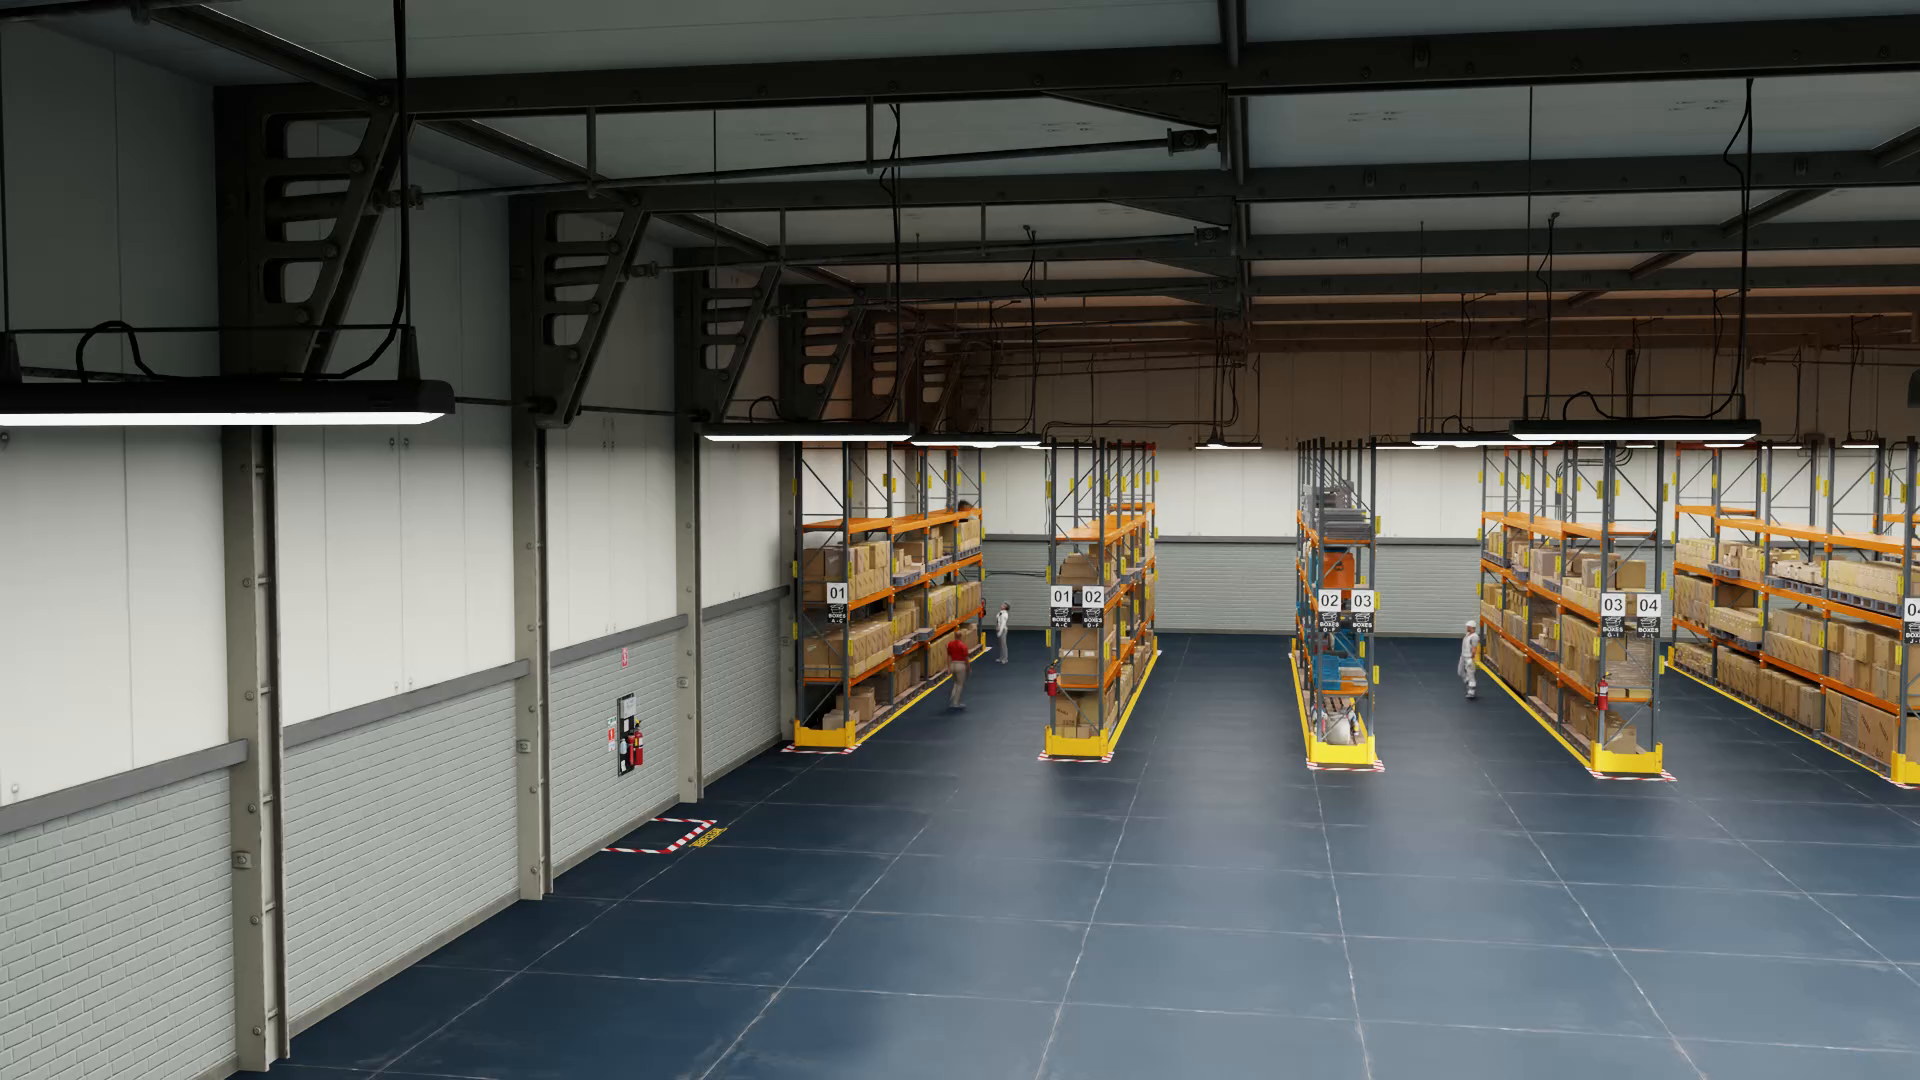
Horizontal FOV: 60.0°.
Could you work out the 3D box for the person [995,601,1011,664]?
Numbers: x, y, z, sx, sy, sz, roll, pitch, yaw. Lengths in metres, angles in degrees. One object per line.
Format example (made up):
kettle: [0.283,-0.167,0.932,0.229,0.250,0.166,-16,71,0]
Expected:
person: [1.174,2.500,45.282,0.446,1.719,0.535,-1,3,-18]

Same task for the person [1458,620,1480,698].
person: [11.906,2.767,38.873,0.450,1.788,0.639,-1,3,-12]

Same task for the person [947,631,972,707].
person: [0.018,2.897,37.167,0.448,1.756,0.536,-3,4,-42]
